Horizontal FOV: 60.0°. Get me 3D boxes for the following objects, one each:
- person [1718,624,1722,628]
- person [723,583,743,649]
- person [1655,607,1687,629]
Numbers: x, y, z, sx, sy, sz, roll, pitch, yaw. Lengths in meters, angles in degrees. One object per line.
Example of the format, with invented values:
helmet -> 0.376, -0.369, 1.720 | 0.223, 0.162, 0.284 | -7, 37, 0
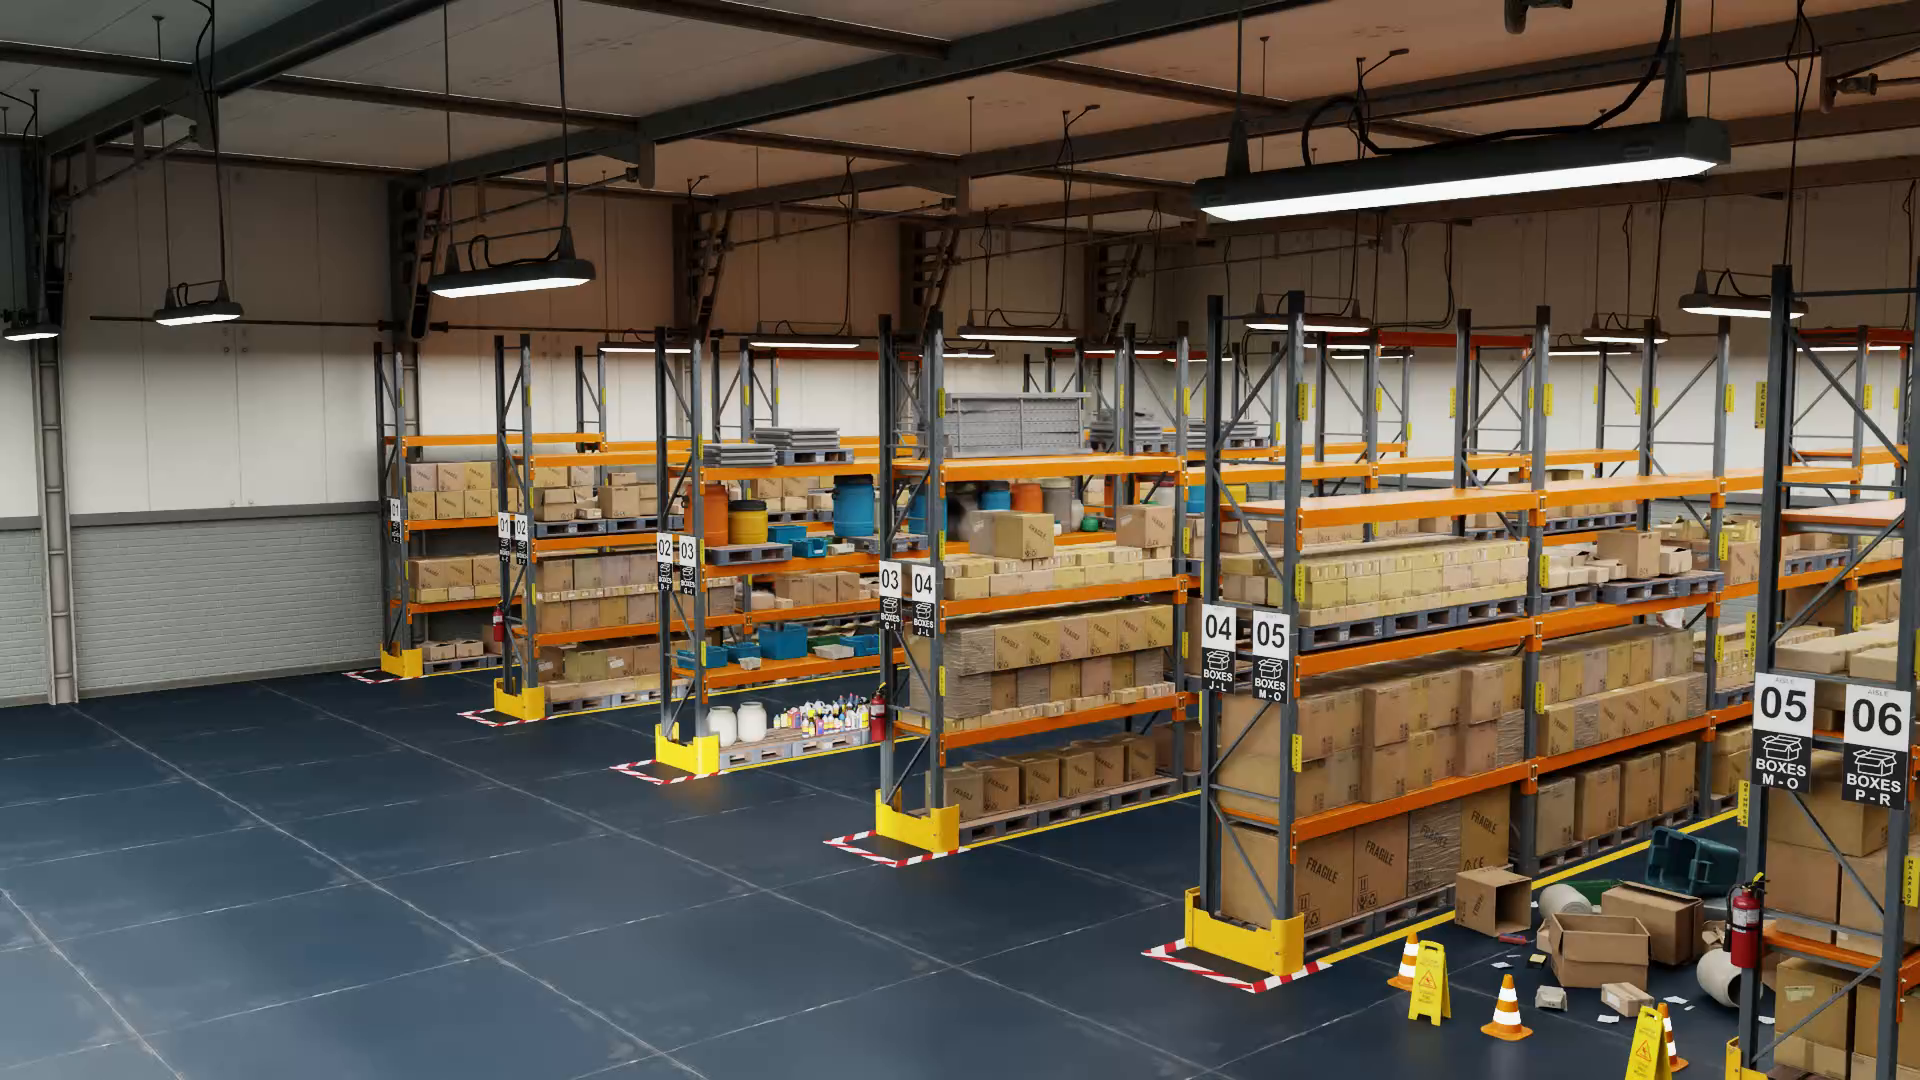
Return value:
person -> 11.191, 2.082, 24.739 | 0.581, 1.679, 0.700 | -4, 7, -40
person -> -4.250, 1.425, 31.038 | 0.903, 1.823, 0.660 | -4, 7, -41
person -> 12.772, 1.600, 29.719 | 0.727, 1.725, 0.529 | -3, 6, -30
